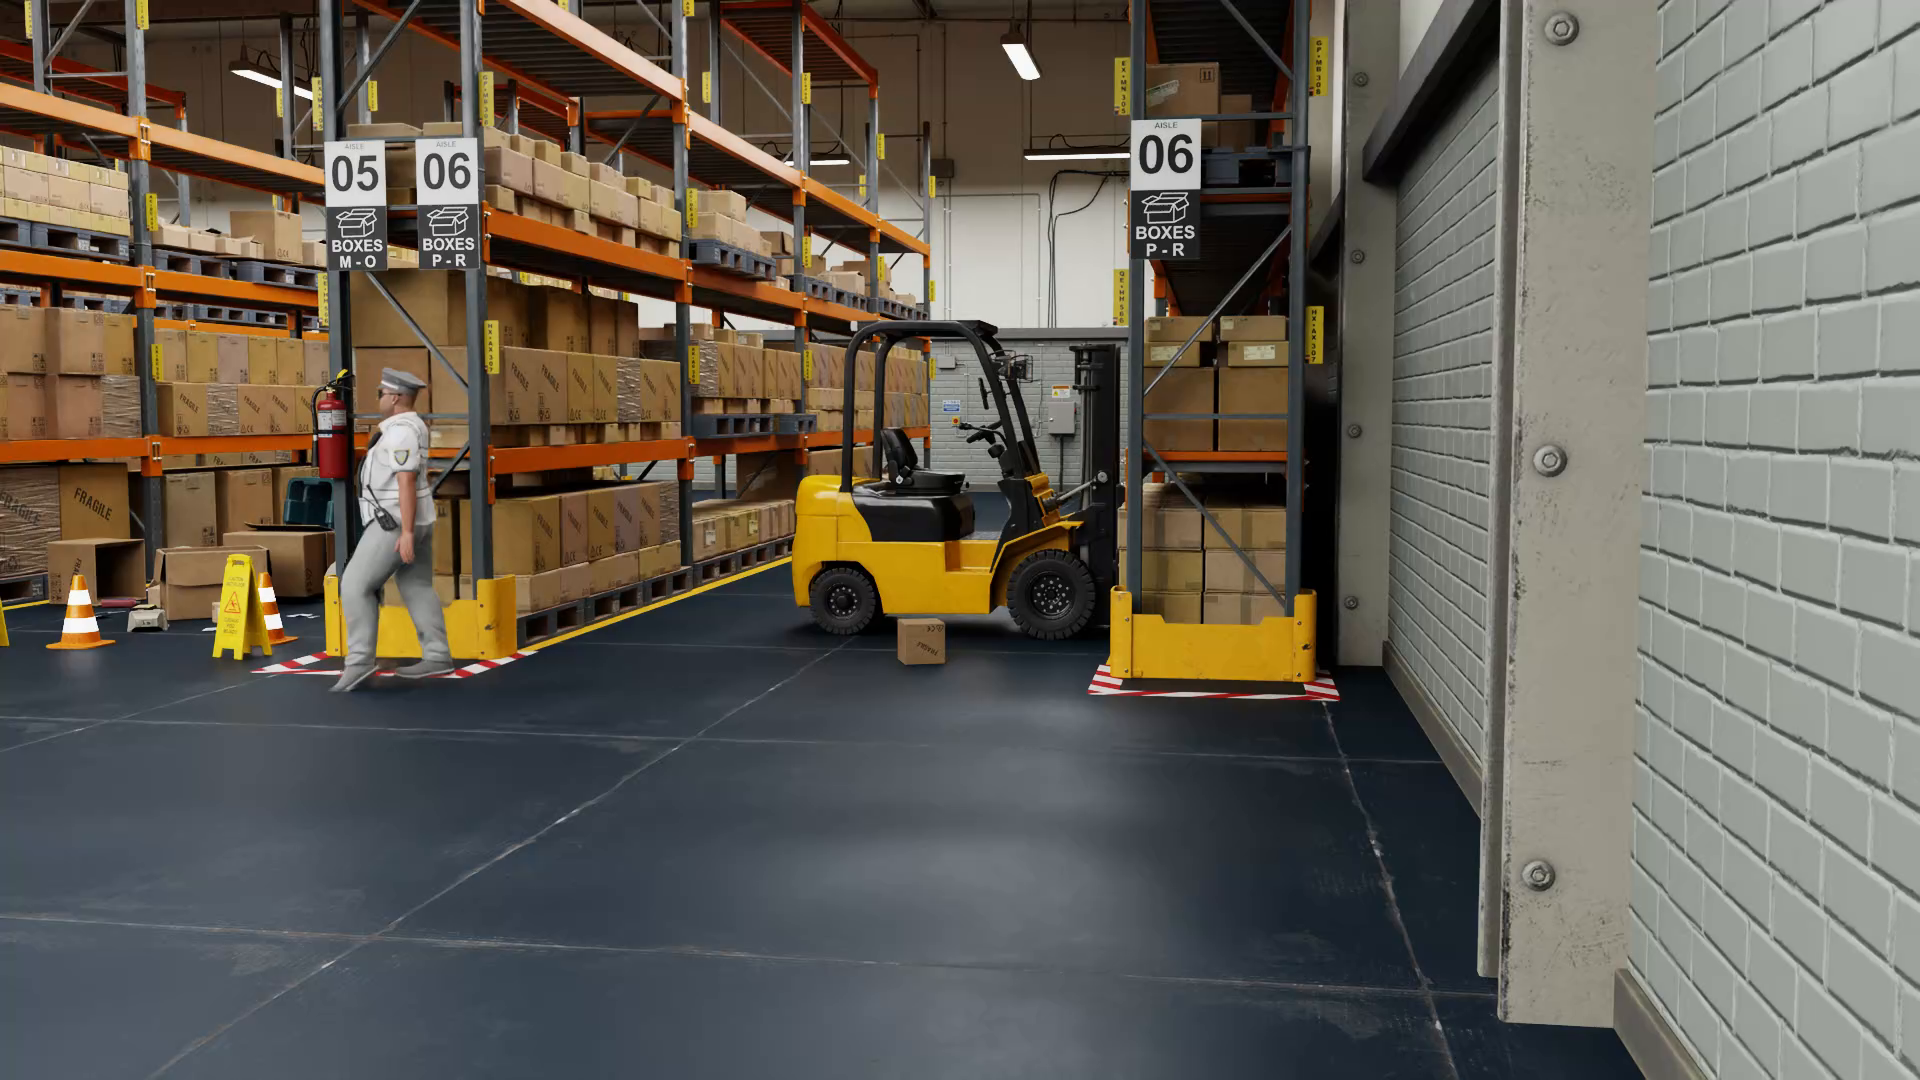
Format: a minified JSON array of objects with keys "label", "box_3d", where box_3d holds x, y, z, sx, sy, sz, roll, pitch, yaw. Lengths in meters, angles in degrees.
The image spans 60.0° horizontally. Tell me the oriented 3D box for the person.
[{"label":"person","box_3d":[-3.196,-0.042,9.299,0.659,1.840,0.589,0,4,-4]}]
